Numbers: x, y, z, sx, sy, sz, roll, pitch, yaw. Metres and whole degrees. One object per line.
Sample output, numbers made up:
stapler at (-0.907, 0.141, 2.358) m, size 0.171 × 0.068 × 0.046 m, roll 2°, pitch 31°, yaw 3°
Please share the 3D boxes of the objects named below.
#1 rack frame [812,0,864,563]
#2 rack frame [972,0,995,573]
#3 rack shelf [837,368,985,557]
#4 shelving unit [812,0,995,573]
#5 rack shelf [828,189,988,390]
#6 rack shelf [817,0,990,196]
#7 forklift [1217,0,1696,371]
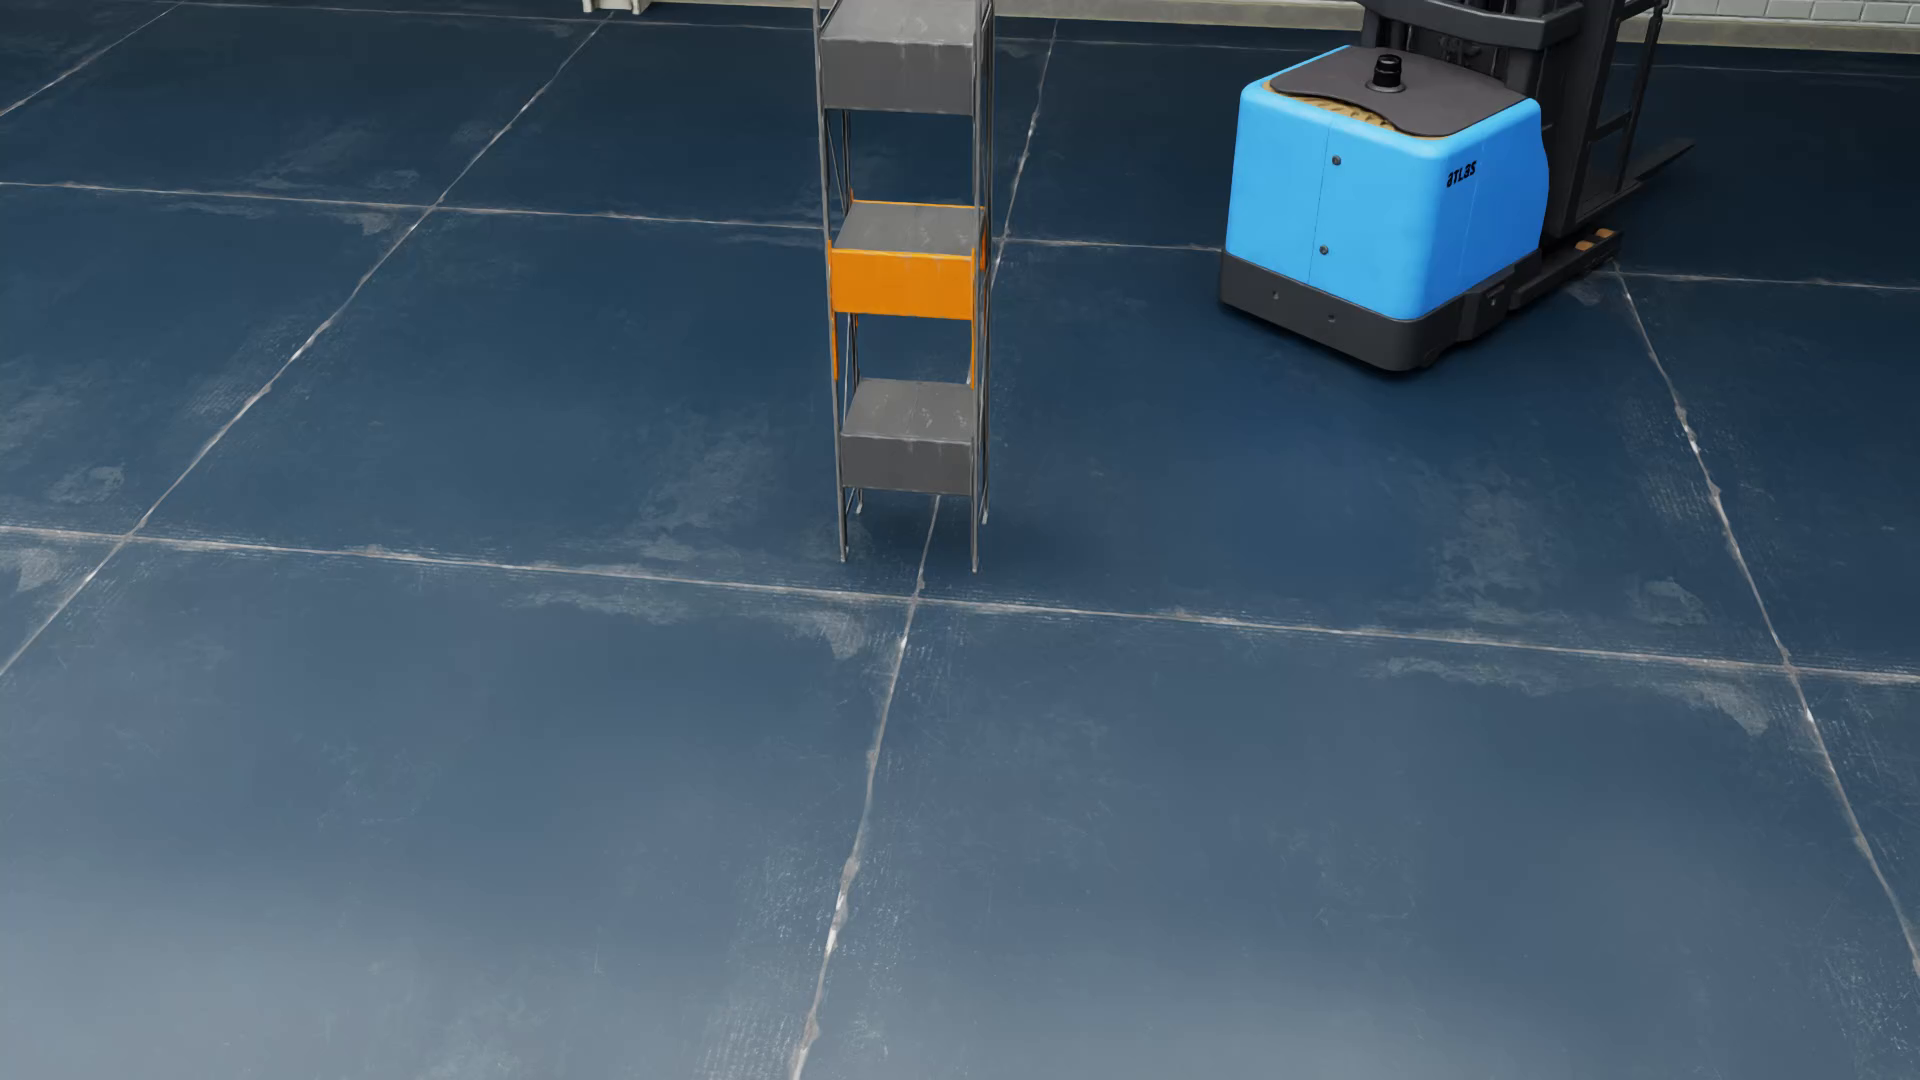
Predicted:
rack frame at (-0.406, -0.885, 5.683) m, size 0.015 × 2.100 × 0.400 m, roll 4°, pitch 36°, yaw 6°
rack frame at (0.078, -0.849, 5.632) m, size 0.015 × 2.100 × 0.400 m, roll 4°, pitch 36°, yaw 6°
rack shelf at (-0.164, -0.286, 6.072) m, size 0.480 × 0.518 × 0.431 m, roll 4°, pitch 36°, yaw 6°
shelving unit at (-0.164, -0.867, 5.657) m, size 0.503 × 2.100 × 0.431 m, roll 4°, pitch 36°, yaw 6°
rack shelf at (-0.164, -0.856, 5.665) m, size 0.480 × 0.518 × 0.431 m, roll 4°, pitch 36°, yaw 6°
rack shelf at (-0.164, -1.426, 5.258) m, size 0.480 × 0.518 × 0.431 m, roll 4°, pitch 36°, yaw 6°
forklift at (2.600, -2.665, 7.461) m, size 3.031 × 2.935 × 1.130 m, roll -30°, pitch 45°, yaw -35°
